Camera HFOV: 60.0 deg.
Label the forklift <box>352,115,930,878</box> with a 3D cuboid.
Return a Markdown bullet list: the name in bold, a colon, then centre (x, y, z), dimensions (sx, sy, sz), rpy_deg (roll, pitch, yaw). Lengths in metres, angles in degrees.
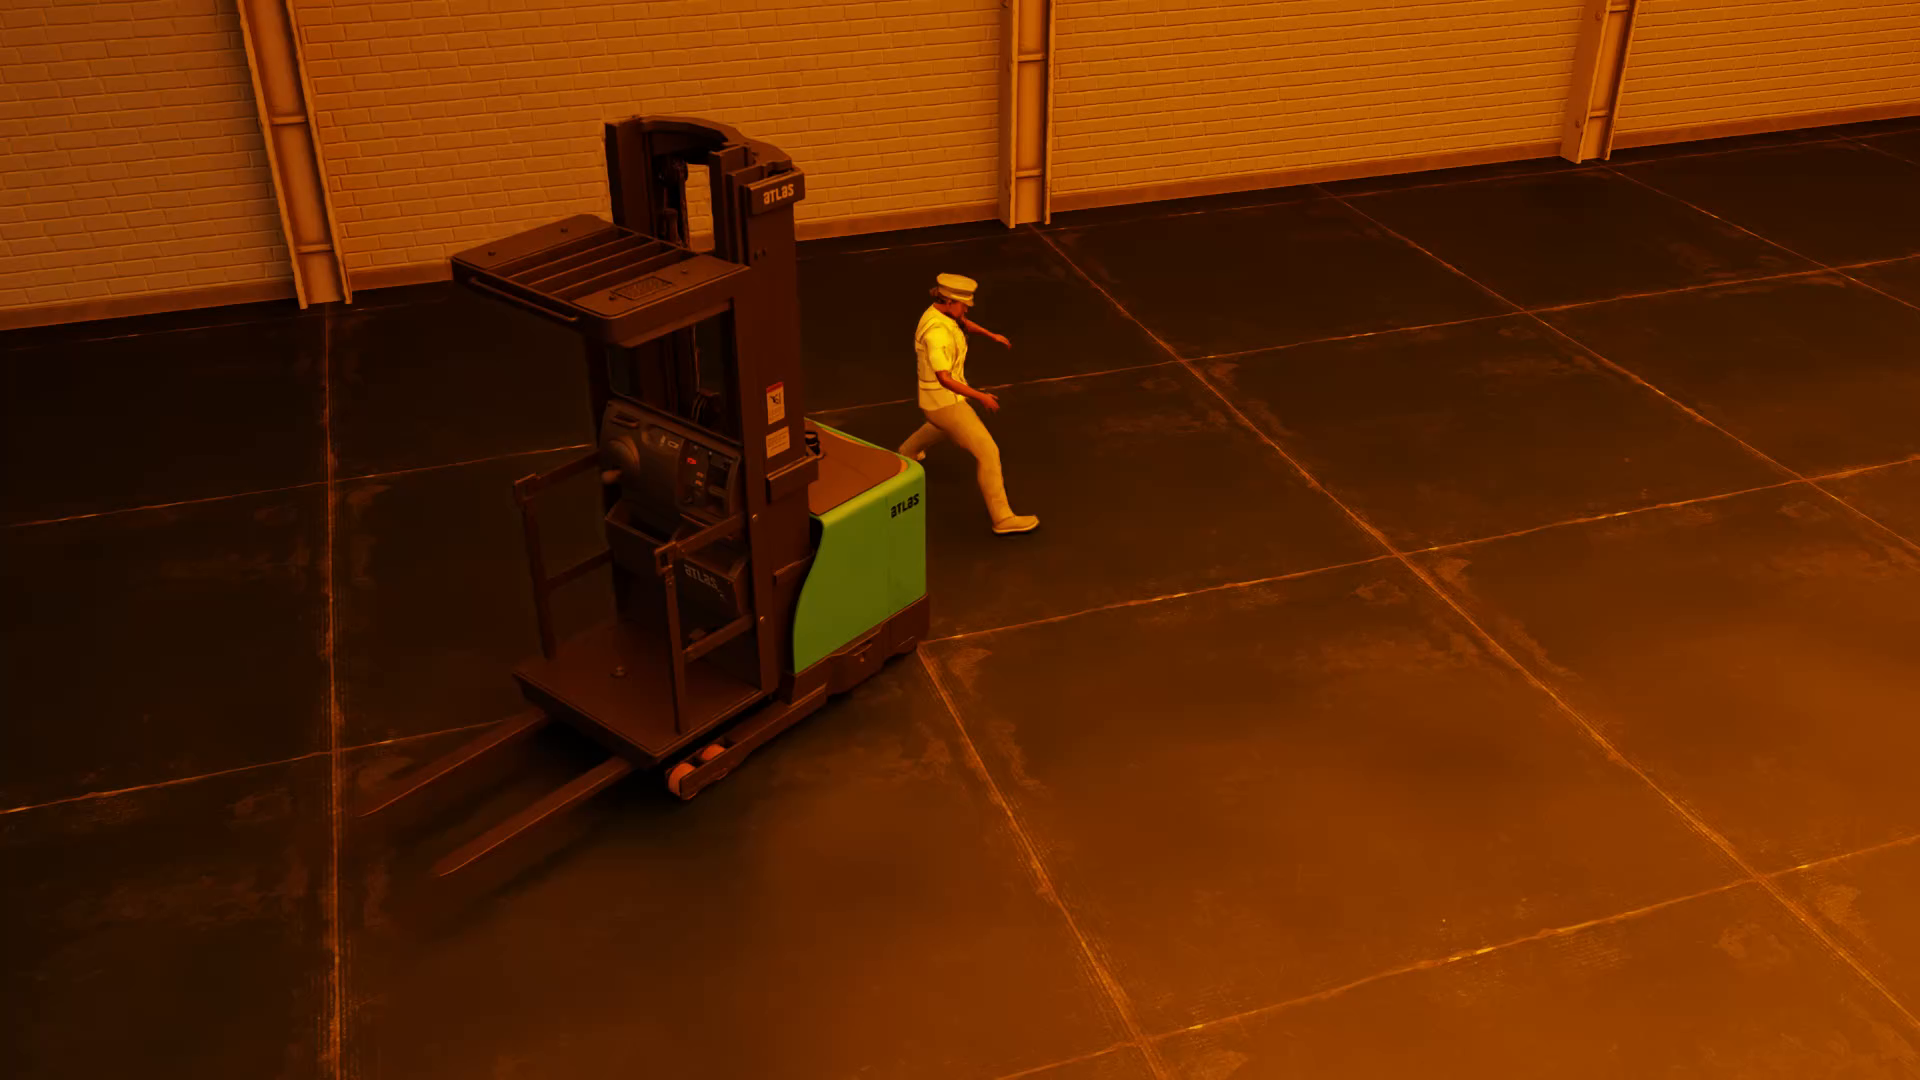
- **forklift**: centre (-1.499, -0.325, 7.652), dimensions (1.130, 2.935, 3.031), rpy_deg (23, 37, 34)

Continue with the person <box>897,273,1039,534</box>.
- **person**: centre (0.031, -0.919, 10.175), dimensions (0.939, 1.494, 1.099), rpy_deg (1, 30, 2)
